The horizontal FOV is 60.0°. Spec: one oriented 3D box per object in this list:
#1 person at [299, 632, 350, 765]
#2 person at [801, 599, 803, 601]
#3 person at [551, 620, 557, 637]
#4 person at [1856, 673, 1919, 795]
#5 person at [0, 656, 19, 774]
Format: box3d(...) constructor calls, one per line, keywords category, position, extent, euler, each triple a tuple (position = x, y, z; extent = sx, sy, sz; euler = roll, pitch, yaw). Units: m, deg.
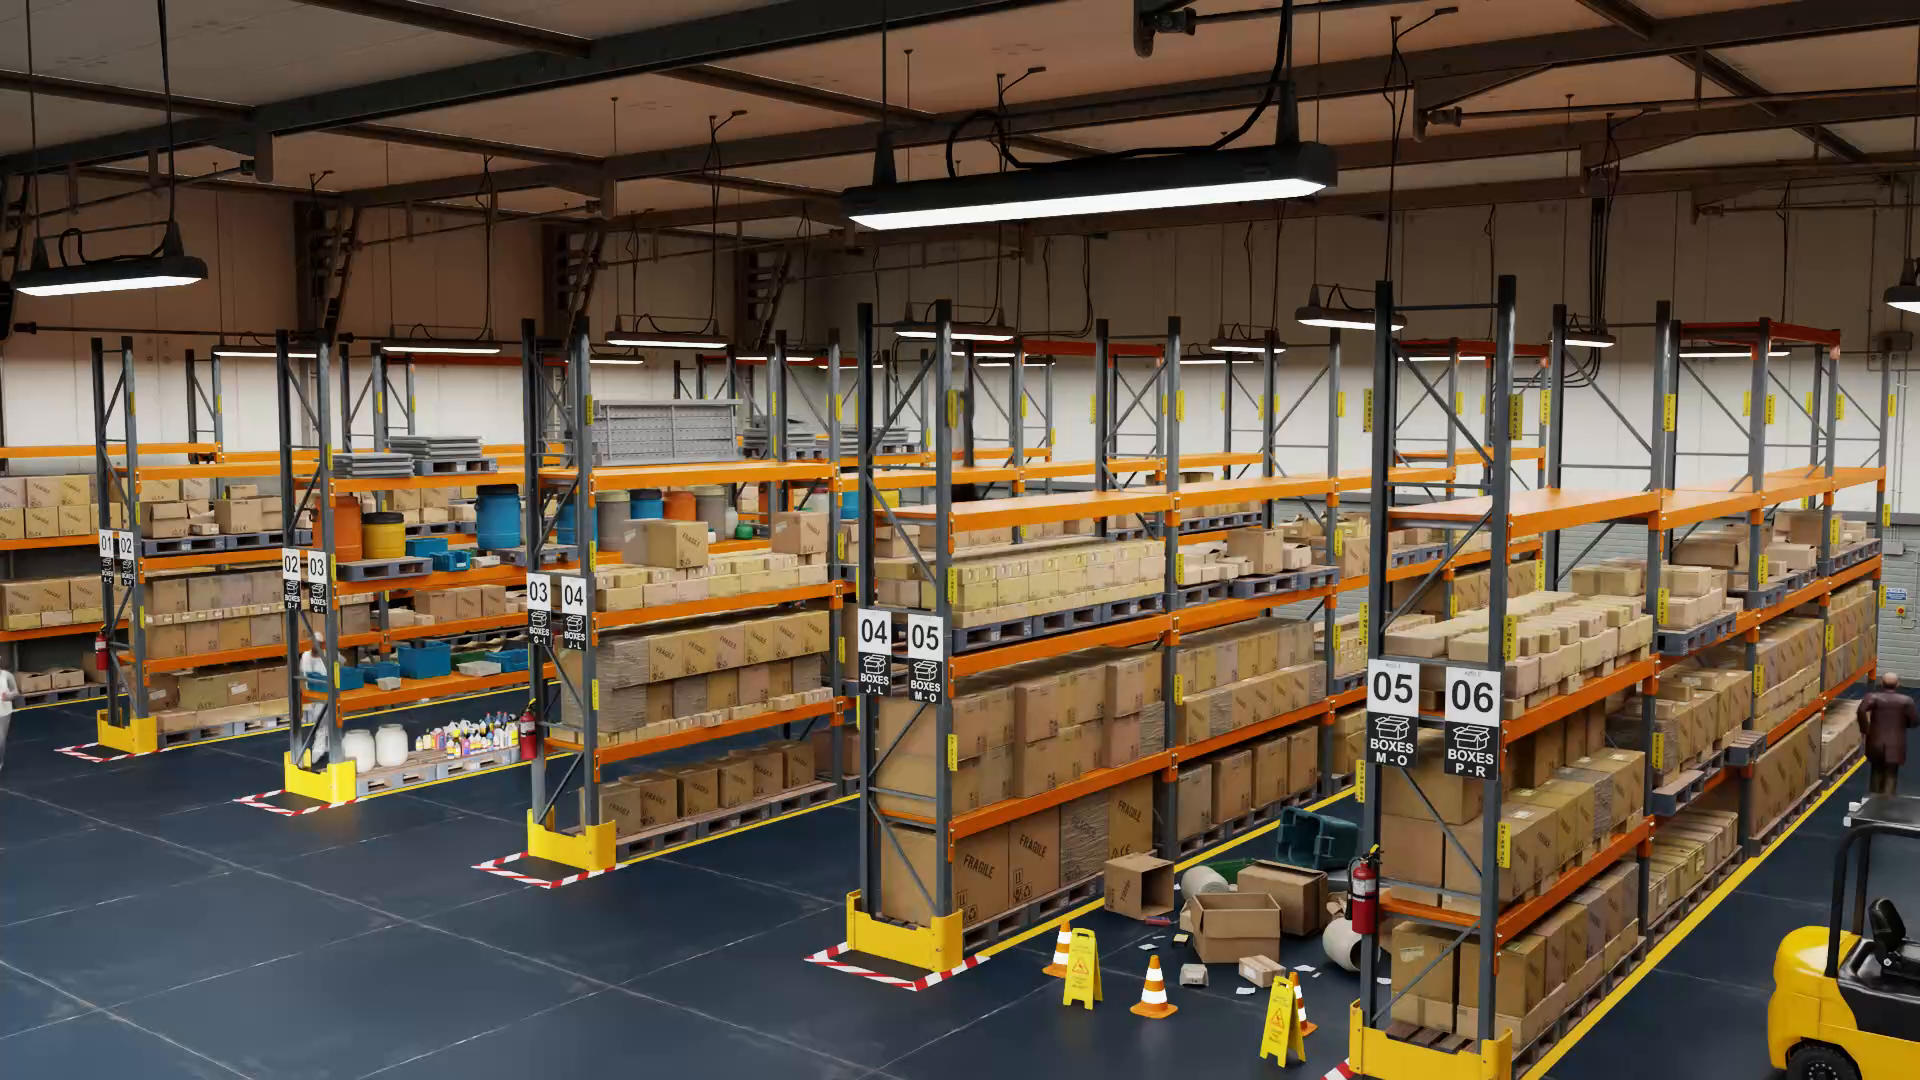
box3d(category="person", position=(-9.077, 2.207, 23.616), extent=(0.665, 1.832, 0.893), euler=(1, 5, 14))
box3d(category="person", position=(-3.000, 1.463, 33.333), extent=(0.511, 1.570, 0.636), euler=(4, 6, 35))
box3d(category="person", position=(-7.981, 1.574, 32.424), extent=(0.655, 1.628, 0.968), euler=(4, 6, 38))
box3d(category="person", position=(11.272, 2.529, 20.211), extent=(0.640, 1.835, 0.907), euler=(4, 6, 36))
box3d(category="person", position=(-12.922, 2.362, 22.224), extent=(0.636, 1.817, 0.756), euler=(-4, 6, -35))
